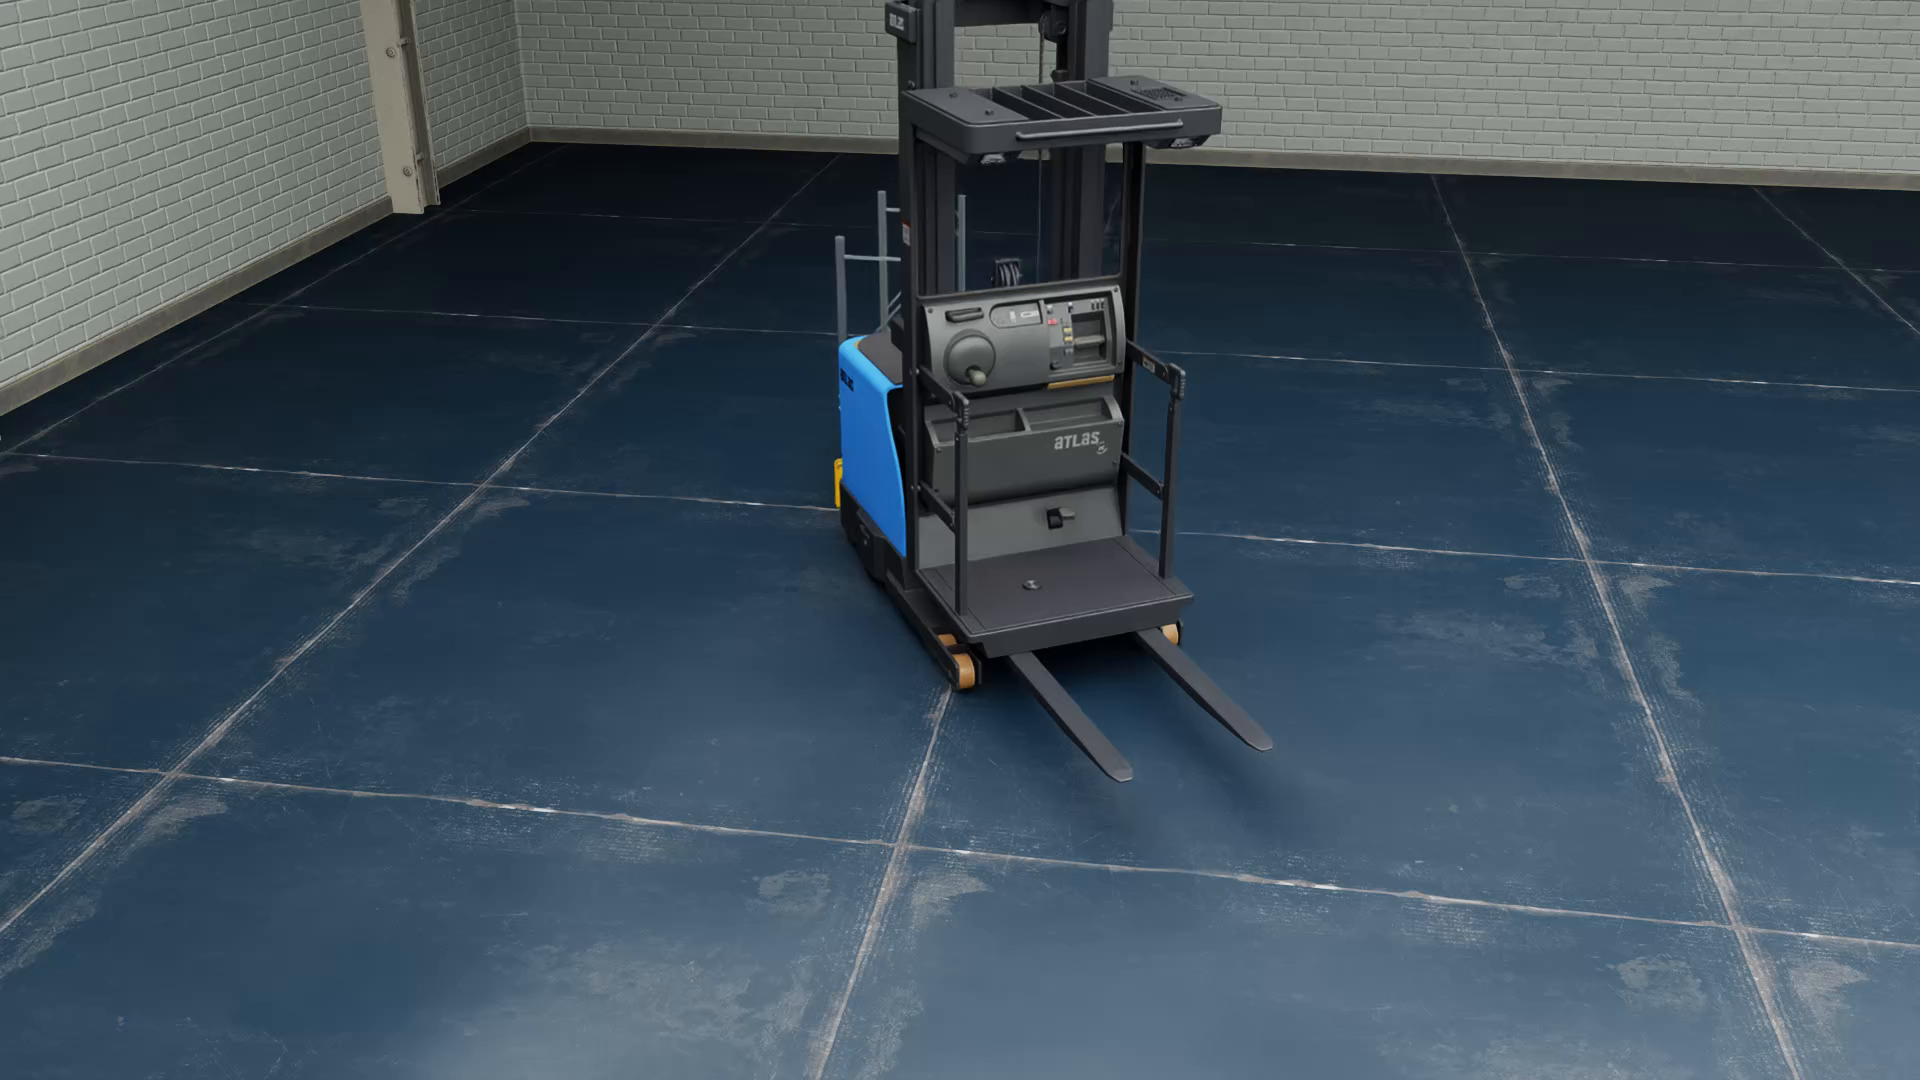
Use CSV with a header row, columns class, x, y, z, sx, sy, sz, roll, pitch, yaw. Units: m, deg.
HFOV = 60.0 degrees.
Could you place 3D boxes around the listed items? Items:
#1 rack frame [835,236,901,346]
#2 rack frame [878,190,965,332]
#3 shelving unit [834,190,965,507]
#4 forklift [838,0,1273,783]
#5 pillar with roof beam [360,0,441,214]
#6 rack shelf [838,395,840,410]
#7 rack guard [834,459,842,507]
class,x,y,z,sx,sy,sz,roll,pitch,yaw
rack frame,-0.392,-0.860,8.819,0.500,1.500,0.032,4,25,9
rack frame,-0.219,-1.285,9.726,0.500,1.500,0.032,4,25,9
shelving unit,-0.307,-1.069,9.265,0.587,1.500,1.083,4,25,9
forklift,0.372,-0.863,7.137,1.130,2.935,3.031,-9,27,-19
pillar with roof beam,-0.748,-6.825,12.715,9.100,9.000,0.400,4,25,9
rack shelf,-0.305,-0.910,9.349,0.538,0.185,1.000,4,25,9
rack guard,-0.392,-0.295,9.085,0.587,0.250,0.087,4,25,9
